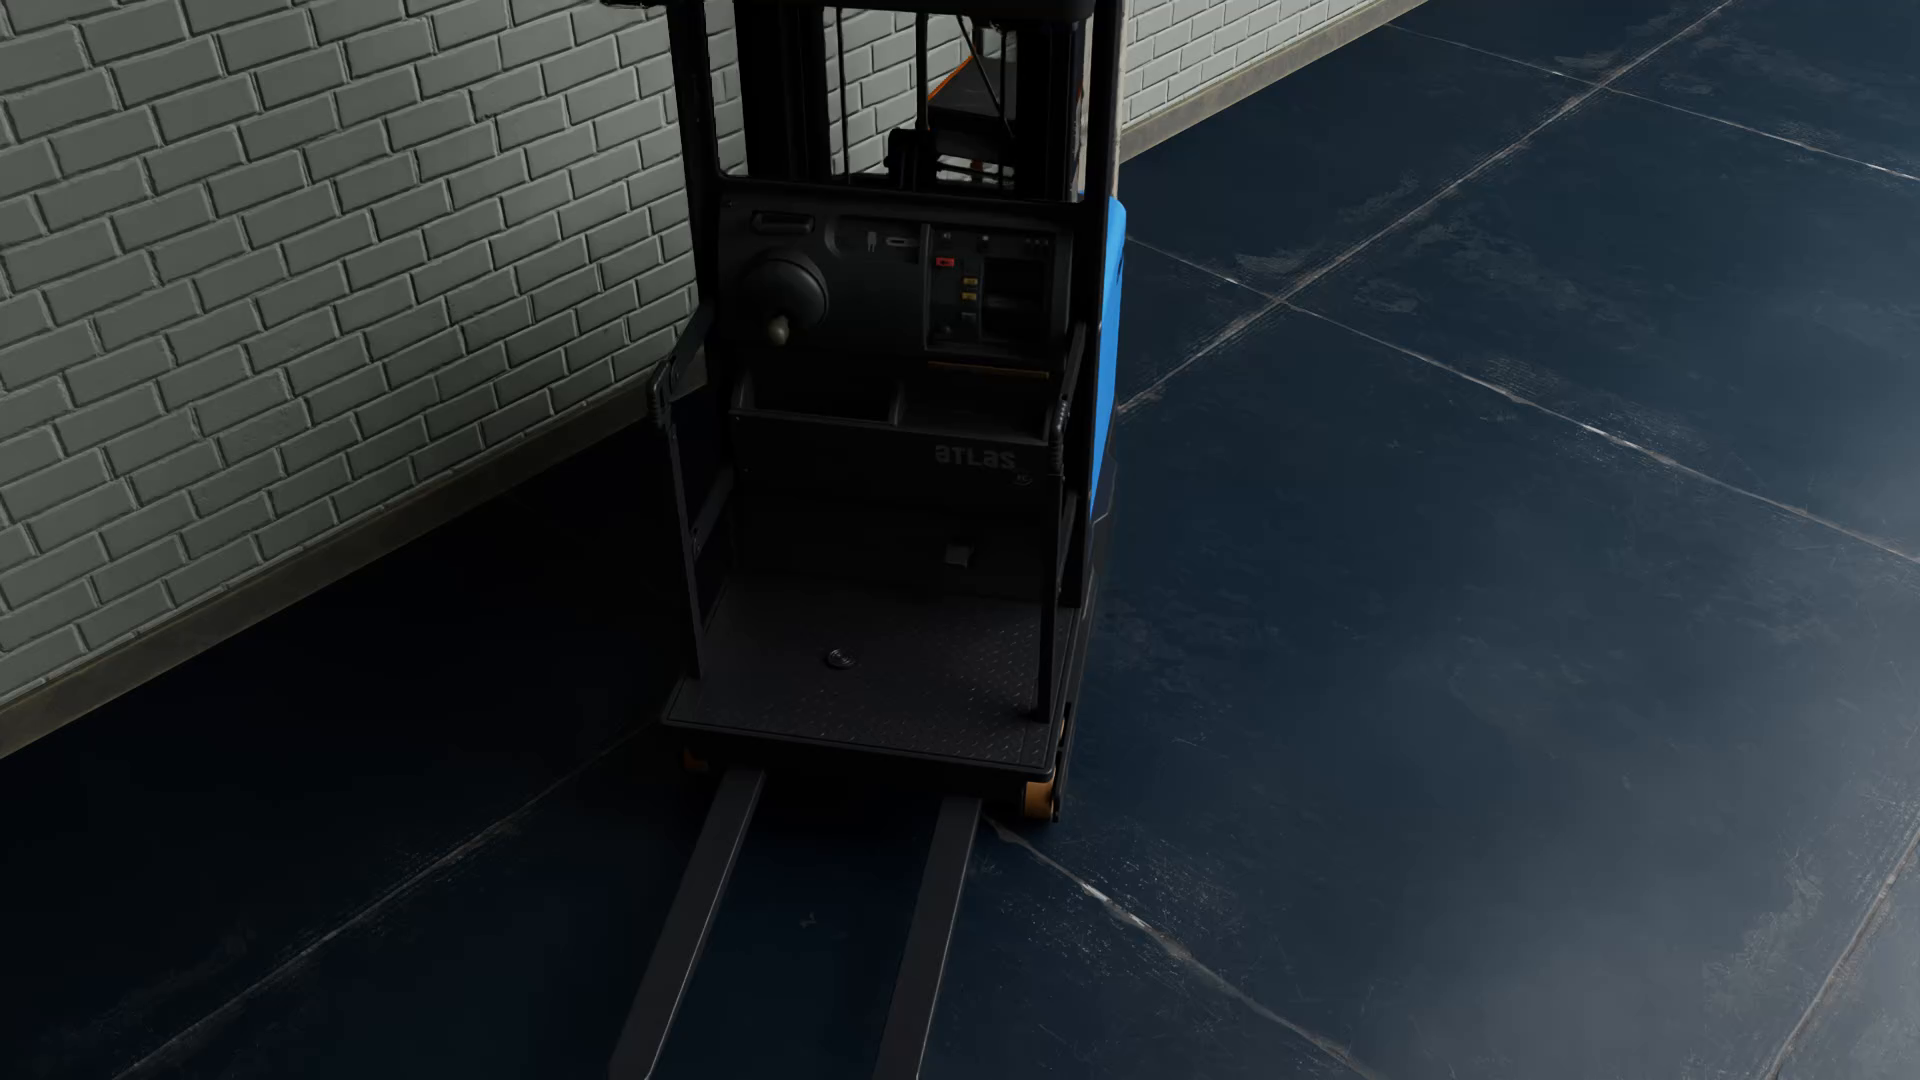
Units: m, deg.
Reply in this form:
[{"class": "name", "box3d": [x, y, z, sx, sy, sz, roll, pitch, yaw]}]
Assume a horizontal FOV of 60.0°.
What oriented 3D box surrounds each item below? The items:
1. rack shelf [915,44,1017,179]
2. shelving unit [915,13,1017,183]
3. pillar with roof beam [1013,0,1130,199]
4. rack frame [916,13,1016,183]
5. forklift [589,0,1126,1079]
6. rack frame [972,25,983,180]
[{"class": "rack shelf", "box3d": [0.139, -1.371, 5.809, 0.431, 0.518, 0.480, 14, 41, 17]}, {"class": "shelving unit", "box3d": [0.139, -1.381, 5.800, 0.431, 2.100, 0.503, 14, 41, 17]}, {"class": "pillar with roof beam", "box3d": [3.658, -3.222, 2.571, 9.100, 9.000, 0.400, 30, 47, 32]}, {"class": "rack frame", "box3d": [0.045, -1.241, 5.624, 0.400, 2.100, 0.015, 14, 41, 17]}, {"class": "forklift", "box3d": [-0.209, -0.598, 4.147, 1.130, 2.935, 3.031, 6, 39, 8]}, {"class": "rack frame", "box3d": [0.232, -1.522, 5.977, 0.400, 2.100, 0.015, 14, 41, 17]}]
